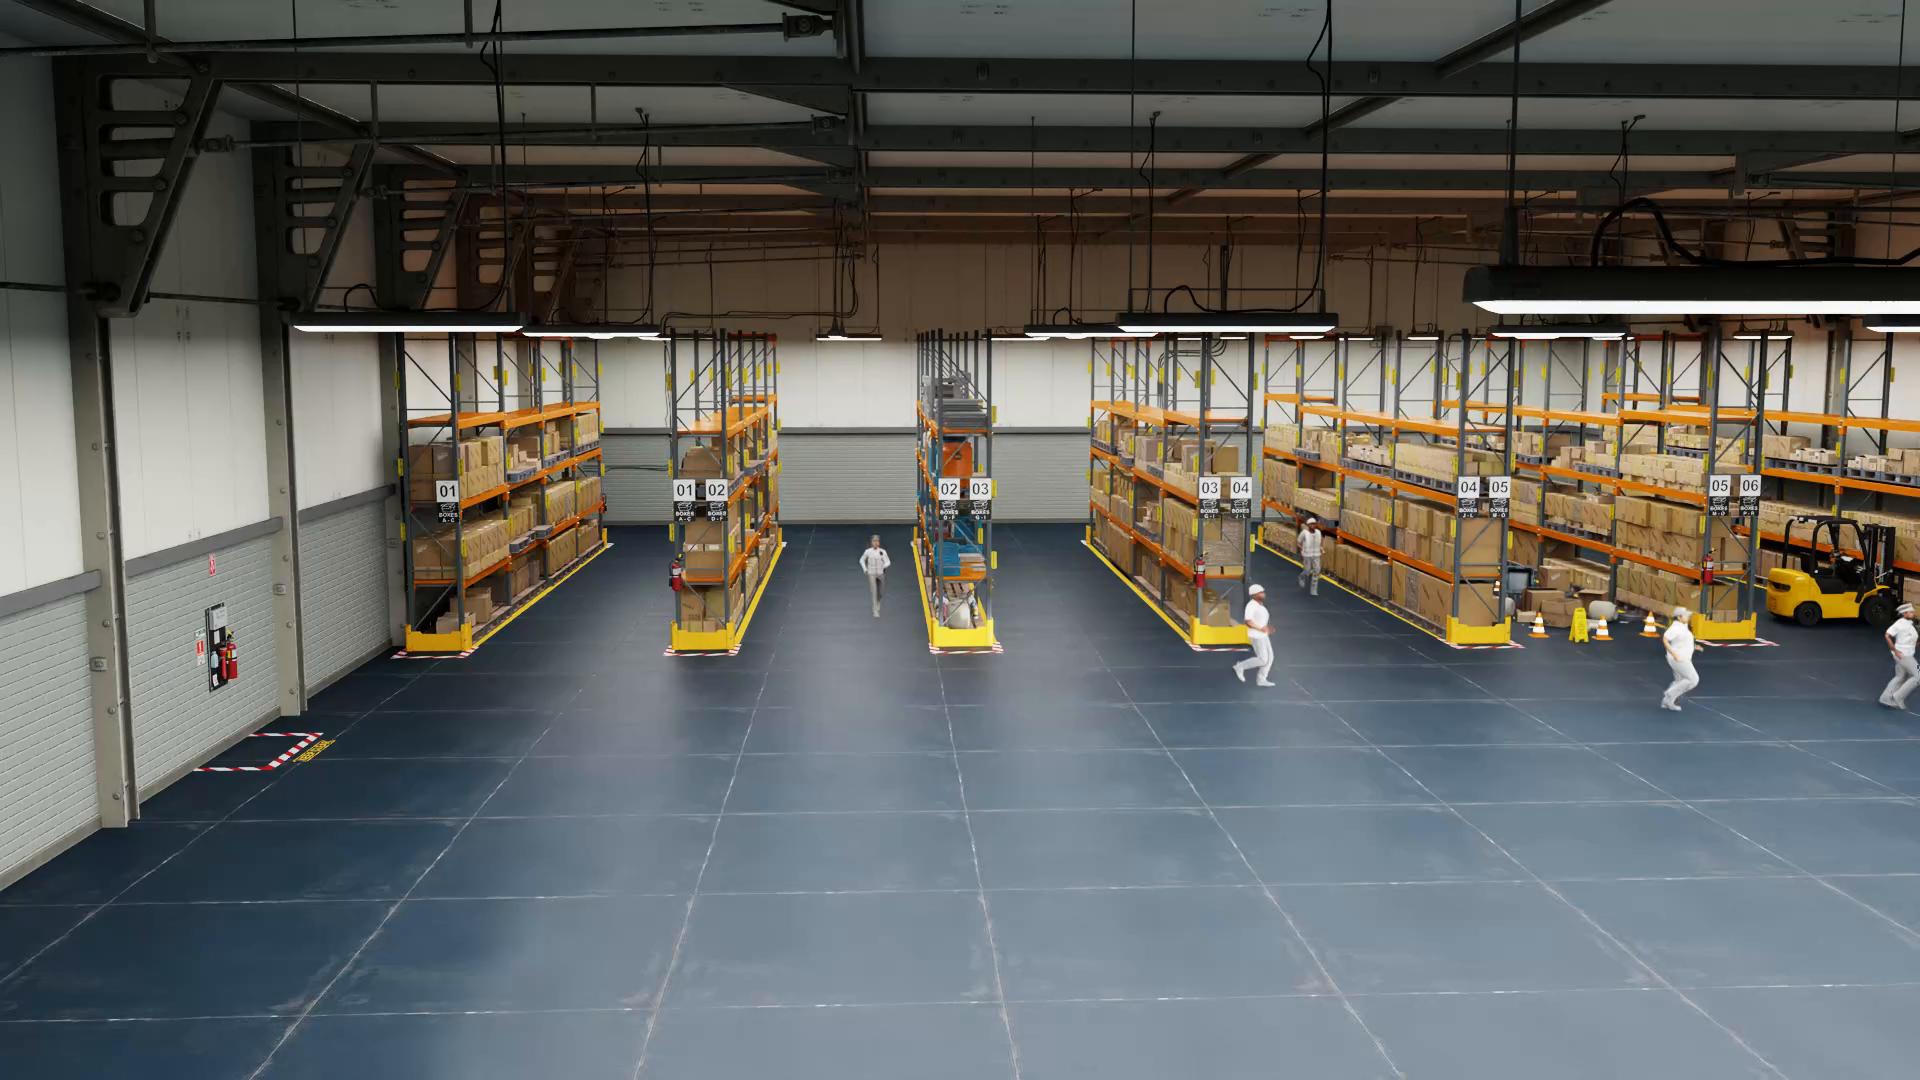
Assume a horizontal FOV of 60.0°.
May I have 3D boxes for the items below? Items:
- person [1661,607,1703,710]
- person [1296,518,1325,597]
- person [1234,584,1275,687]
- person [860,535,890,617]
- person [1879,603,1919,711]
[{"bbox_3d":[11.272,1.861,25.927,0.567,1.626,0.593,4,8,30],"label":"person"},{"bbox_3d":[8.023,0.374,38.002,0.681,1.766,0.878,-1,7,-9],"label":"person"},{"bbox_3d":[4.952,1.595,27.831,0.684,1.720,0.706,3,7,22],"label":"person"},{"bbox_3d":[-1.754,0.717,34.517,0.626,1.664,0.833,-1,7,-11],"label":"person"},{"bbox_3d":[14.821,1.823,26.047,0.664,1.695,0.546,5,8,36],"label":"person"}]
